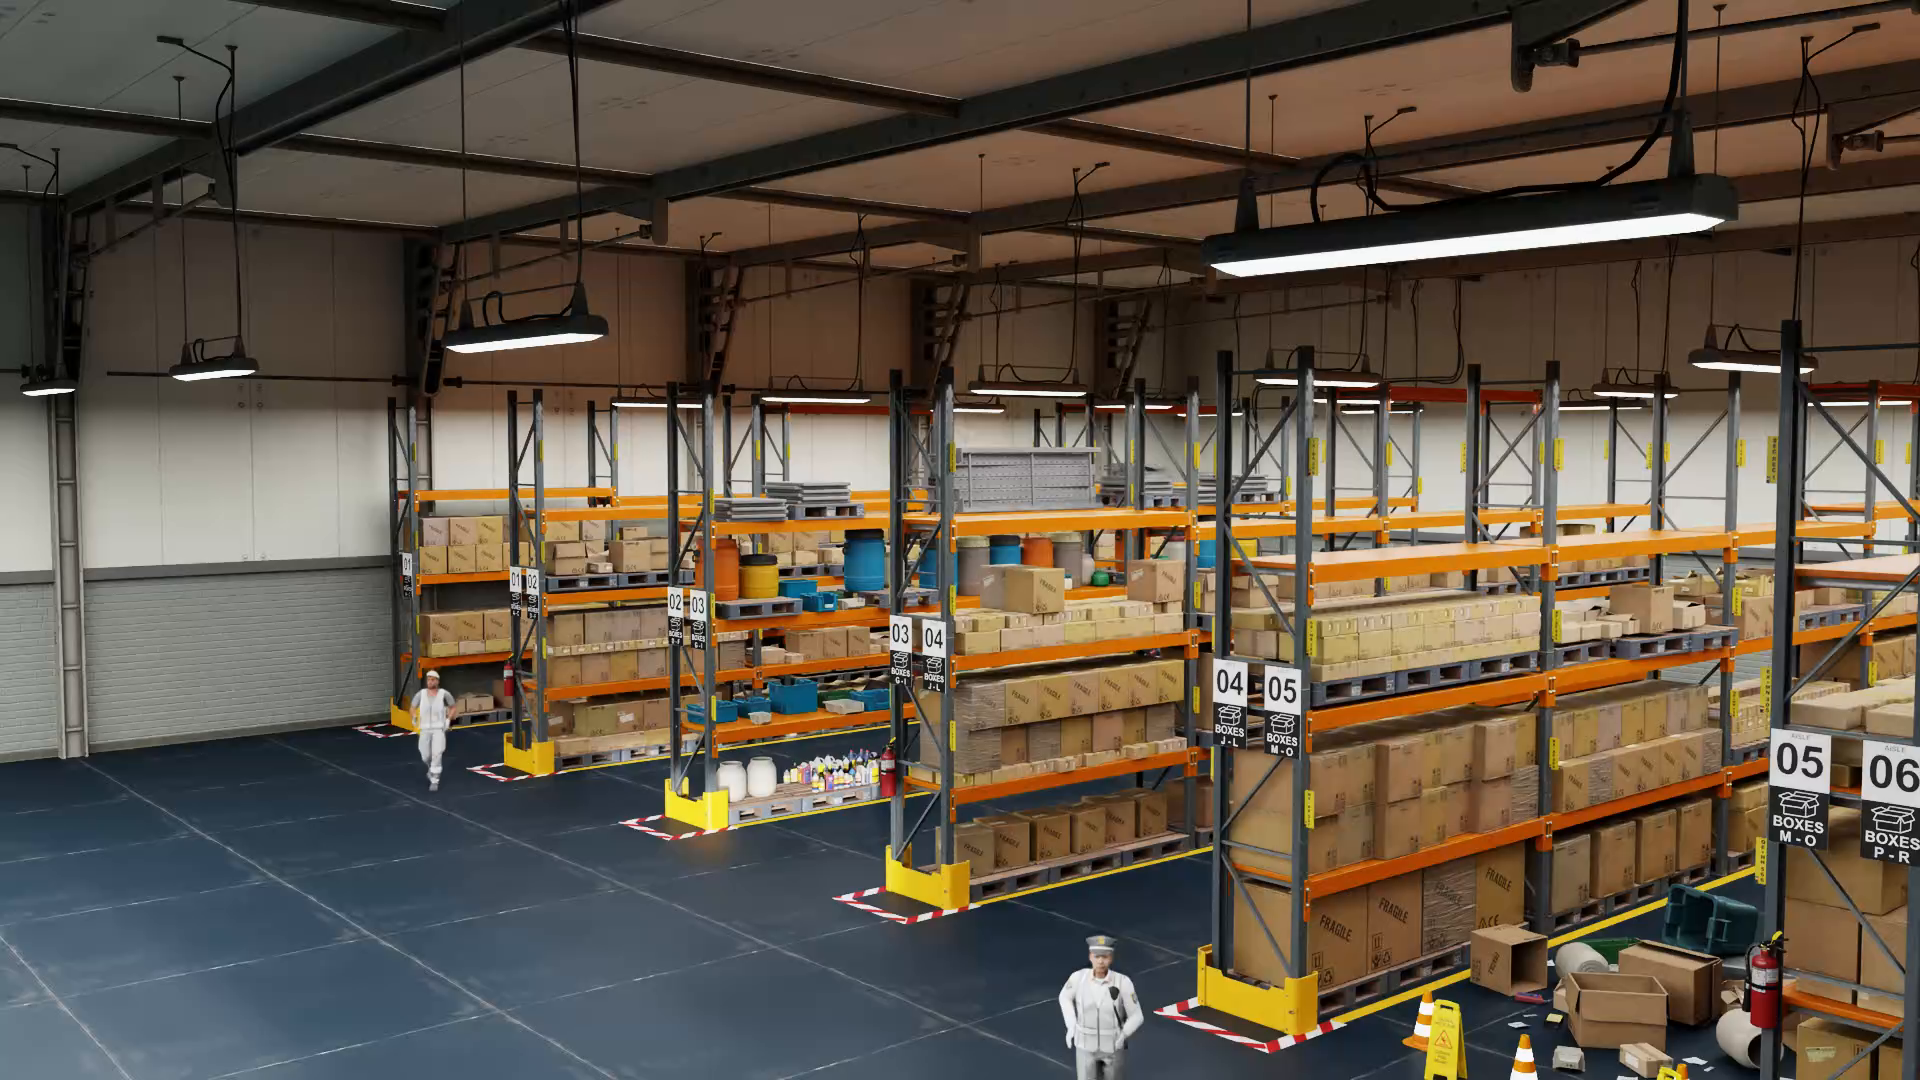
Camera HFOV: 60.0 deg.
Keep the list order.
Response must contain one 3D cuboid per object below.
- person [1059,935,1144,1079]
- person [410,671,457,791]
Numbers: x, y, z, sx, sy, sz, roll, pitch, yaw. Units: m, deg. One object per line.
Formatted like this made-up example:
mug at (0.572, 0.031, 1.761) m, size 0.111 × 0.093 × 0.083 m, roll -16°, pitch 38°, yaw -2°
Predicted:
person at (1.001, 3.634, 11.866) m, size 0.618 × 1.701 × 0.886 m, roll 0°, pitch 3°, yaw 8°
person at (-7.905, 2.843, 24.911) m, size 0.673 × 1.764 × 0.647 m, roll 0°, pitch 3°, yaw -7°
